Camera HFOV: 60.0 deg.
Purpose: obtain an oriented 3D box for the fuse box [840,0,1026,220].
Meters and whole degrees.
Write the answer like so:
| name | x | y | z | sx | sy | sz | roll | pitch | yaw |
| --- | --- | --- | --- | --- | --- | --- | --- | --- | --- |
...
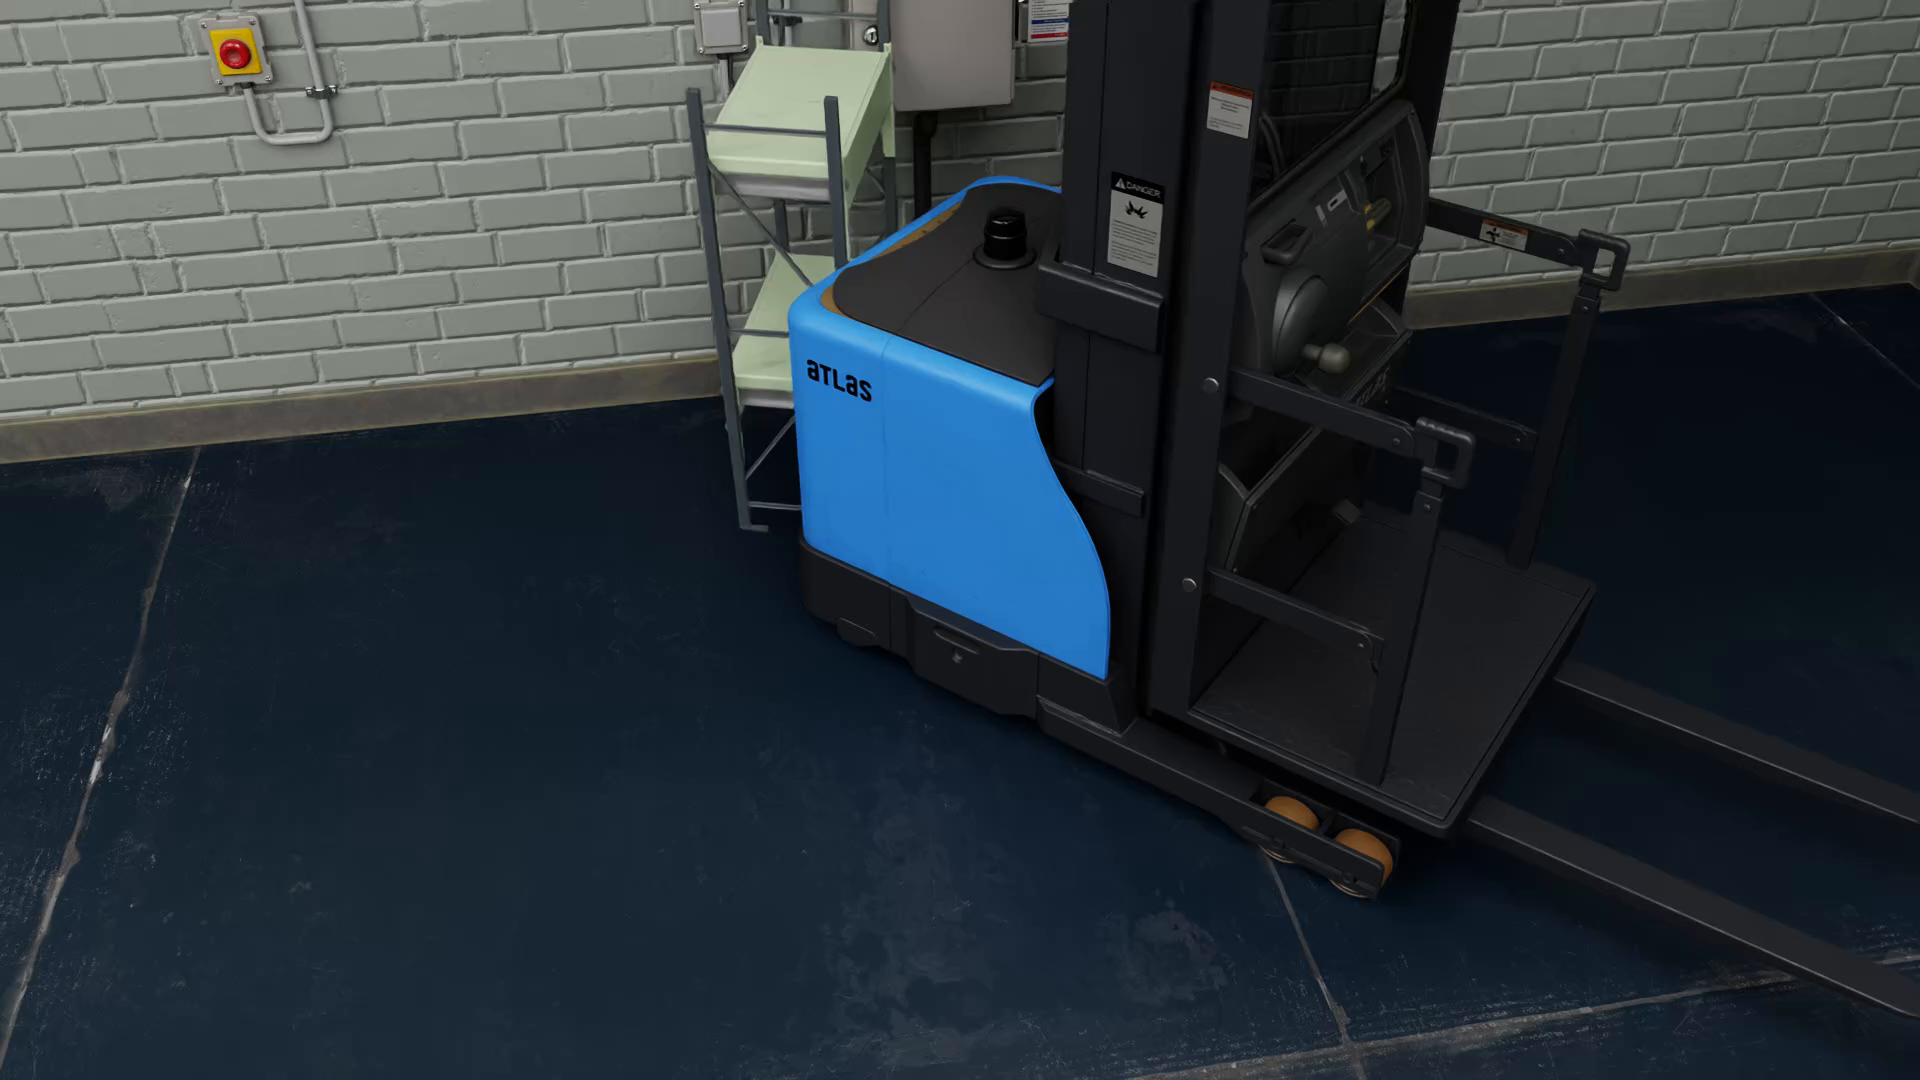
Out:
| name | x | y | z | sx | sy | sz | roll | pitch | yaw |
| --- | --- | --- | --- | --- | --- | --- | --- | --- | --- |
| fuse box | -0.072 | -1.162 | 5.351 | 0.539 | 1.711 | 0.414 | -6 | 38 | -8 |

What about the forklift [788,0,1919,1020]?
| name | x | y | z | sx | sy | sz | roll | pitch | yaw |
| --- | --- | --- | --- | --- | --- | --- | --- | --- | --- |
| forklift | 1.036 | -0.649 | 3.697 | 3.031 | 2.935 | 1.130 | 23 | 43 | 27 |

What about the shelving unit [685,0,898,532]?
| name | x | y | z | sx | sy | sz | roll | pitch | yaw |
| --- | --- | --- | --- | --- | --- | --- | --- | --- | --- |
| shelving unit | -0.453 | -0.825 | 5.055 | 0.431 | 1.500 | 0.755 | 5 | 41 | 7 |

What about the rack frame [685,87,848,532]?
| name | x | y | z | sx | sy | sz | roll | pitch | yaw |
| --- | --- | --- | --- | --- | --- | --- | --- | --- | --- |
| rack frame | -0.506 | -0.587 | 4.783 | 0.400 | 1.500 | 0.023 | 5 | 41 | 7 |

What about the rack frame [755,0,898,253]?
| name | x | y | z | sx | sy | sz | roll | pitch | yaw |
| --- | --- | --- | --- | --- | --- | --- | --- | --- | --- |
| rack frame | -0.399 | -1.064 | 5.328 | 0.400 | 1.500 | 0.023 | 5 | 41 | 7 |

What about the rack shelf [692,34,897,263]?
| name | x | y | z | sx | sy | sz | roll | pitch | yaw |
| --- | --- | --- | --- | --- | --- | --- | --- | --- | --- |
| rack shelf | -0.456 | -1.119 | 4.799 | 0.431 | 0.370 | 0.720 | 5 | 41 | 7 |

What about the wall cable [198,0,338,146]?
| name | x | y | z | sx | sy | sz | roll | pitch | yaw |
| --- | --- | --- | --- | --- | --- | --- | --- | --- | --- |
| wall cable | -2.166 | -1.946 | 4.457 | 0.585 | 1.953 | 0.123 | -6 | 38 | -8 |

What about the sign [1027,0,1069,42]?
| name | x | y | z | sx | sy | sz | roll | pitch | yaw |
| --- | --- | --- | --- | --- | --- | --- | --- | --- | --- |
| sign | 0.378 | -1.811 | 5.214 | 0.329 | 0.494 | 0.001 | -6 | 38 | -8 |

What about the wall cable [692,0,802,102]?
| name | x | y | z | sx | sy | sz | roll | pitch | yaw |
| --- | --- | --- | --- | --- | --- | --- | --- | --- | --- |
| wall cable | -0.771 | -2.094 | 4.672 | 0.588 | 1.984 | 0.122 | -6 | 38 | -8 |

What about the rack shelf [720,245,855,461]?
| name | x | y | z | sx | sy | sz | roll | pitch | yaw |
| --- | --- | --- | --- | --- | --- | --- | --- | --- | --- |
| rack shelf | -0.450 | -0.579 | 5.270 | 0.431 | 0.370 | 0.720 | 5 | 41 | 7 |
